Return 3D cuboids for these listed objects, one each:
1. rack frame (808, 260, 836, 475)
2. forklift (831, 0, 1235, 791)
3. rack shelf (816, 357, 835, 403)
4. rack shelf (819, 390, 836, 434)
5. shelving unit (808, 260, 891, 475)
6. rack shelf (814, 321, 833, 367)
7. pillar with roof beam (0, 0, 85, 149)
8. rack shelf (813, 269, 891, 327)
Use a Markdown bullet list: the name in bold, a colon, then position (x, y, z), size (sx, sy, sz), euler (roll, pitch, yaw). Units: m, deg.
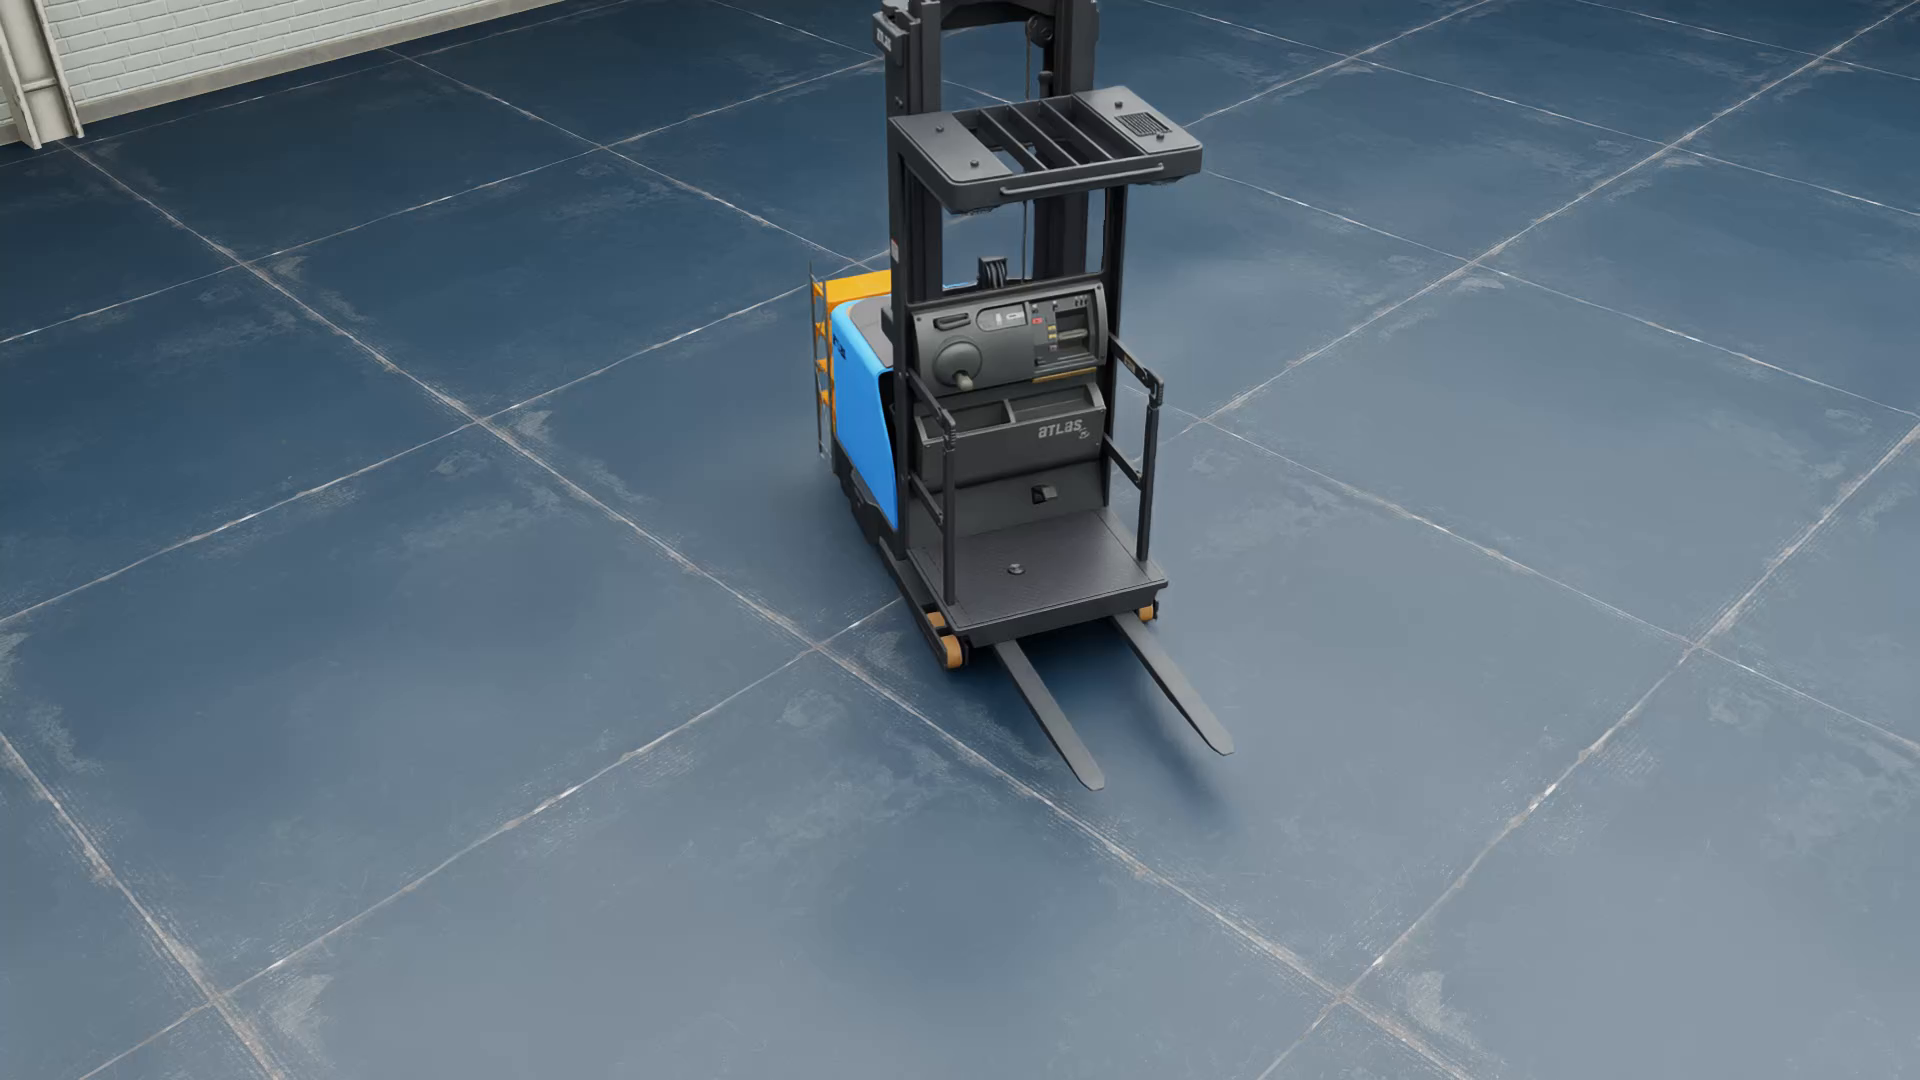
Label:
- **rack frame**: position (-0.747, -0.921, 9.013), size (0.015, 1.200, 0.240), euler (-14, 37, -19)
- **forklift**: position (0.316, -0.860, 7.412), size (1.130, 2.935, 3.031), euler (-12, 37, -17)
- **rack shelf**: position (-0.523, -0.922, 9.132), size (0.480, 0.148, 0.258), euler (-14, 37, -19)
- **rack shelf**: position (-0.523, -0.759, 9.245), size (0.480, 0.148, 0.258), euler (-14, 37, -19)
- **shelving unit**: position (-0.523, -0.977, 9.093), size (0.503, 1.200, 0.258), euler (-14, 37, -19)
- **rack shelf**: position (-0.523, -1.106, 9.004), size (0.480, 0.148, 0.258), euler (-14, 37, -19)
- **pillar with roof beam**: position (-4.249, -5.193, 8.321), size (9.100, 9.000, 0.400), euler (30, 45, 35)
- **rack shelf**: position (-0.523, -1.300, 8.868), size (0.480, 0.148, 0.258), euler (-14, 37, -19)
